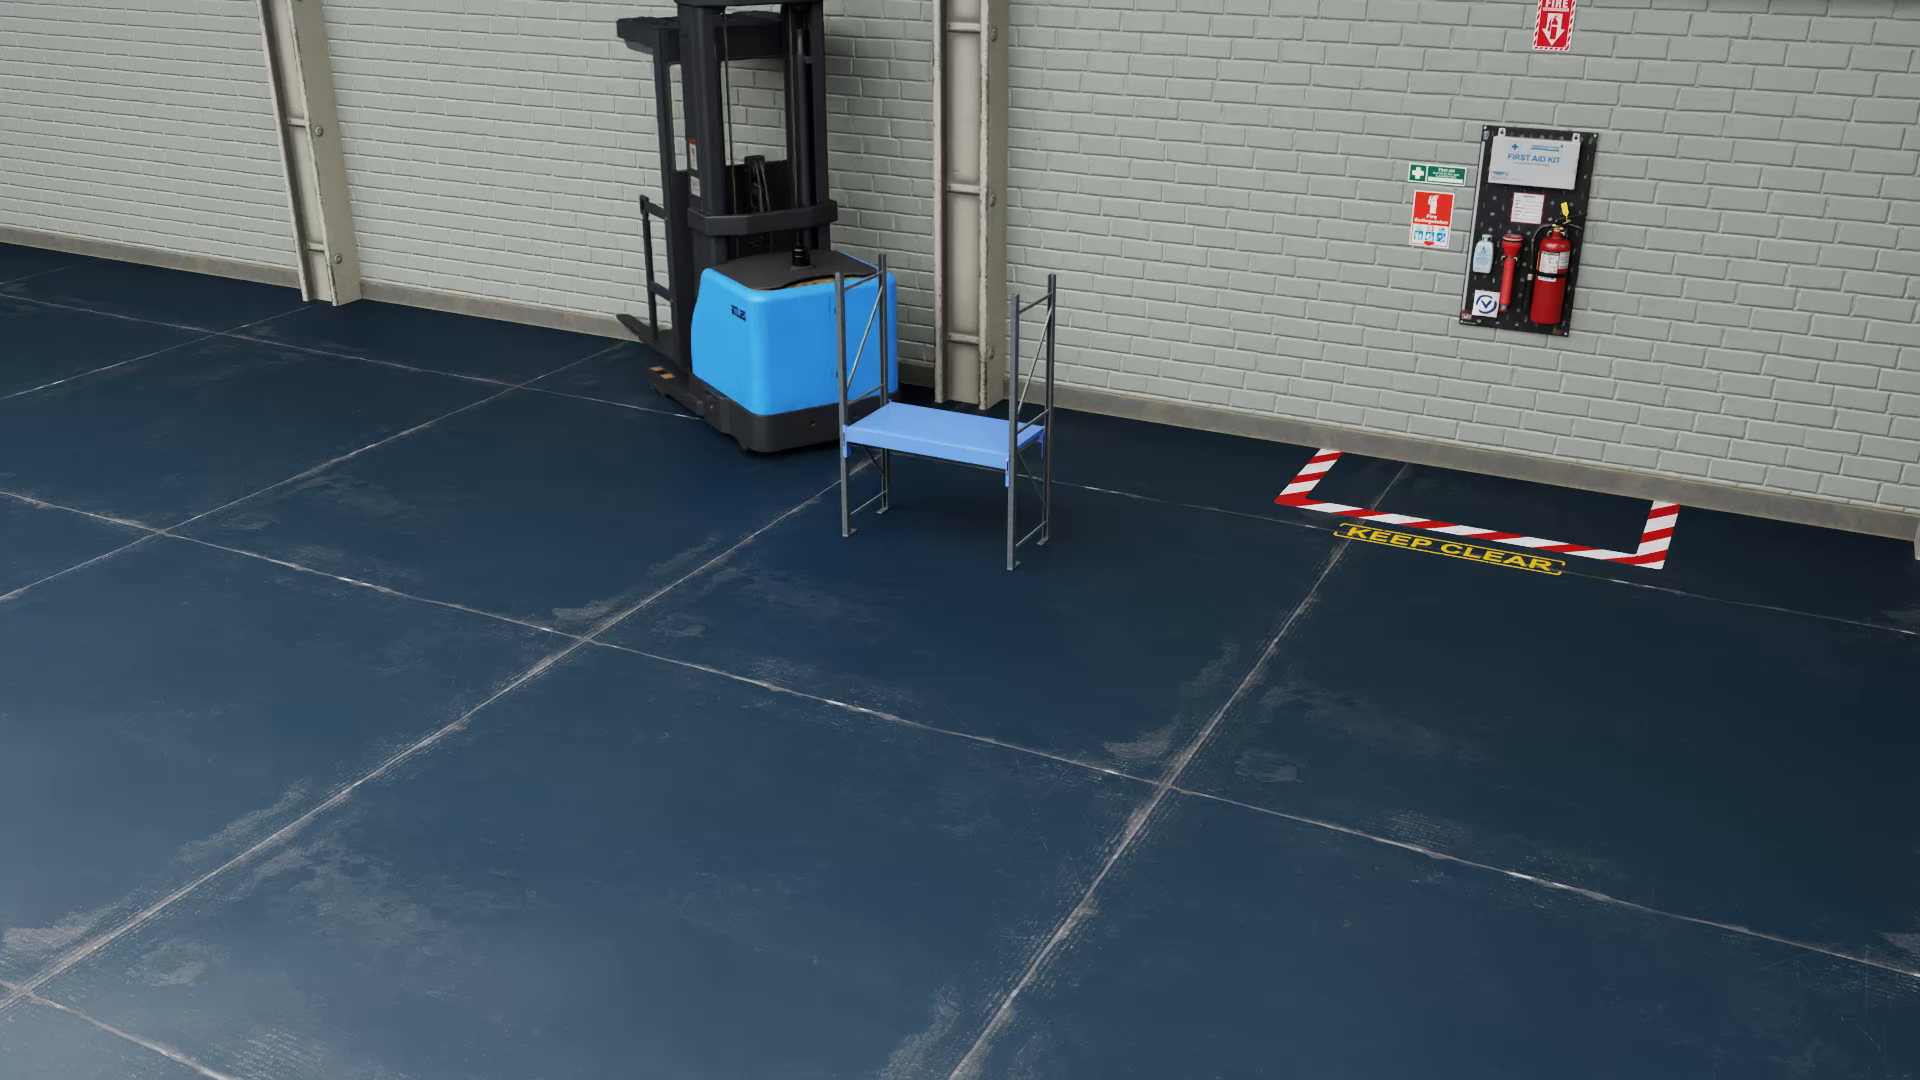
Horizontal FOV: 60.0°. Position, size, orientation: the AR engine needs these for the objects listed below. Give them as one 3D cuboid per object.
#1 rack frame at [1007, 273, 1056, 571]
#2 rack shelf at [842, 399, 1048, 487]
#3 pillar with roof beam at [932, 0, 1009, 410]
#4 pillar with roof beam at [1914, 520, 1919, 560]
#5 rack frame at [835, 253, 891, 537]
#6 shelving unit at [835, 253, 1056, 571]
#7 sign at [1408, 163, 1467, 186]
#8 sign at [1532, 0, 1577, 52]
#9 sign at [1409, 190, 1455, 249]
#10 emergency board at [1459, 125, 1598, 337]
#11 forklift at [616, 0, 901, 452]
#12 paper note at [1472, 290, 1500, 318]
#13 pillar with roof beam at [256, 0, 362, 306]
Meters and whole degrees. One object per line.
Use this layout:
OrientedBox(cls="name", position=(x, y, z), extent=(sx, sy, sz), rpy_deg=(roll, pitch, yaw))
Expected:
OrientedBox(cls="rack frame", position=(0.378, -0.615, 8.781), extent=(0.032, 1.500, 0.500), rpy_deg=(11, 25, 25))
OrientedBox(cls="rack shelf", position=(-0.076, -0.540, 9.062), extent=(1.000, 0.185, 0.538), rpy_deg=(11, 25, 25))
OrientedBox(cls="pillar with roof beam", position=(-1.874, -3.613, 6.246), extent=(0.400, 9.000, 9.100), rpy_deg=(11, 25, 25))
OrientedBox(cls="pillar with roof beam", position=(3.480, -2.553, 3.755), extent=(0.400, 9.000, 9.100), rpy_deg=(11, 25, 25))
OrientedBox(cls="rack frame", position=(-0.530, -0.795, 9.203), extent=(0.032, 1.500, 0.500), rpy_deg=(11, 25, 25))
OrientedBox(cls="shelving unit", position=(-0.076, -0.705, 8.992), extent=(1.048, 1.500, 0.538), rpy_deg=(11, 25, 25))
OrientedBox(cls="sign", position=(2.788, -2.136, 9.716), extent=(0.331, 0.109, 0.001), rpy_deg=(11, 25, 25))
OrientedBox(cls="sign", position=(3.272, -2.849, 9.153), extent=(0.199, 0.298, 0.001), rpy_deg=(11, 25, 25))
OrientedBox(cls="sign", position=(2.787, -1.896, 9.829), extent=(0.234, 0.329, 0.001), rpy_deg=(11, 25, 25))
OrientedBox(cls="emergency board", position=(3.234, -1.746, 9.522), extent=(0.643, 1.169, 0.194), rpy_deg=(11, 25, 25))
OrientedBox(cls="forklift", position=(-1.571, -2.426, 11.209), extent=(1.130, 2.935, 3.031), rpy_deg=(-13, 26, -28))
OrientedBox(cls="paper note", position=(3.108, -1.396, 9.825), extent=(0.142, 0.148, 0.016), rpy_deg=(11, 25, 25))
OrientedBox(cls="pillar with roof beam", position=(-7.229, -4.672, 8.738), extent=(0.400, 9.000, 9.100), rpy_deg=(11, 25, 25))
